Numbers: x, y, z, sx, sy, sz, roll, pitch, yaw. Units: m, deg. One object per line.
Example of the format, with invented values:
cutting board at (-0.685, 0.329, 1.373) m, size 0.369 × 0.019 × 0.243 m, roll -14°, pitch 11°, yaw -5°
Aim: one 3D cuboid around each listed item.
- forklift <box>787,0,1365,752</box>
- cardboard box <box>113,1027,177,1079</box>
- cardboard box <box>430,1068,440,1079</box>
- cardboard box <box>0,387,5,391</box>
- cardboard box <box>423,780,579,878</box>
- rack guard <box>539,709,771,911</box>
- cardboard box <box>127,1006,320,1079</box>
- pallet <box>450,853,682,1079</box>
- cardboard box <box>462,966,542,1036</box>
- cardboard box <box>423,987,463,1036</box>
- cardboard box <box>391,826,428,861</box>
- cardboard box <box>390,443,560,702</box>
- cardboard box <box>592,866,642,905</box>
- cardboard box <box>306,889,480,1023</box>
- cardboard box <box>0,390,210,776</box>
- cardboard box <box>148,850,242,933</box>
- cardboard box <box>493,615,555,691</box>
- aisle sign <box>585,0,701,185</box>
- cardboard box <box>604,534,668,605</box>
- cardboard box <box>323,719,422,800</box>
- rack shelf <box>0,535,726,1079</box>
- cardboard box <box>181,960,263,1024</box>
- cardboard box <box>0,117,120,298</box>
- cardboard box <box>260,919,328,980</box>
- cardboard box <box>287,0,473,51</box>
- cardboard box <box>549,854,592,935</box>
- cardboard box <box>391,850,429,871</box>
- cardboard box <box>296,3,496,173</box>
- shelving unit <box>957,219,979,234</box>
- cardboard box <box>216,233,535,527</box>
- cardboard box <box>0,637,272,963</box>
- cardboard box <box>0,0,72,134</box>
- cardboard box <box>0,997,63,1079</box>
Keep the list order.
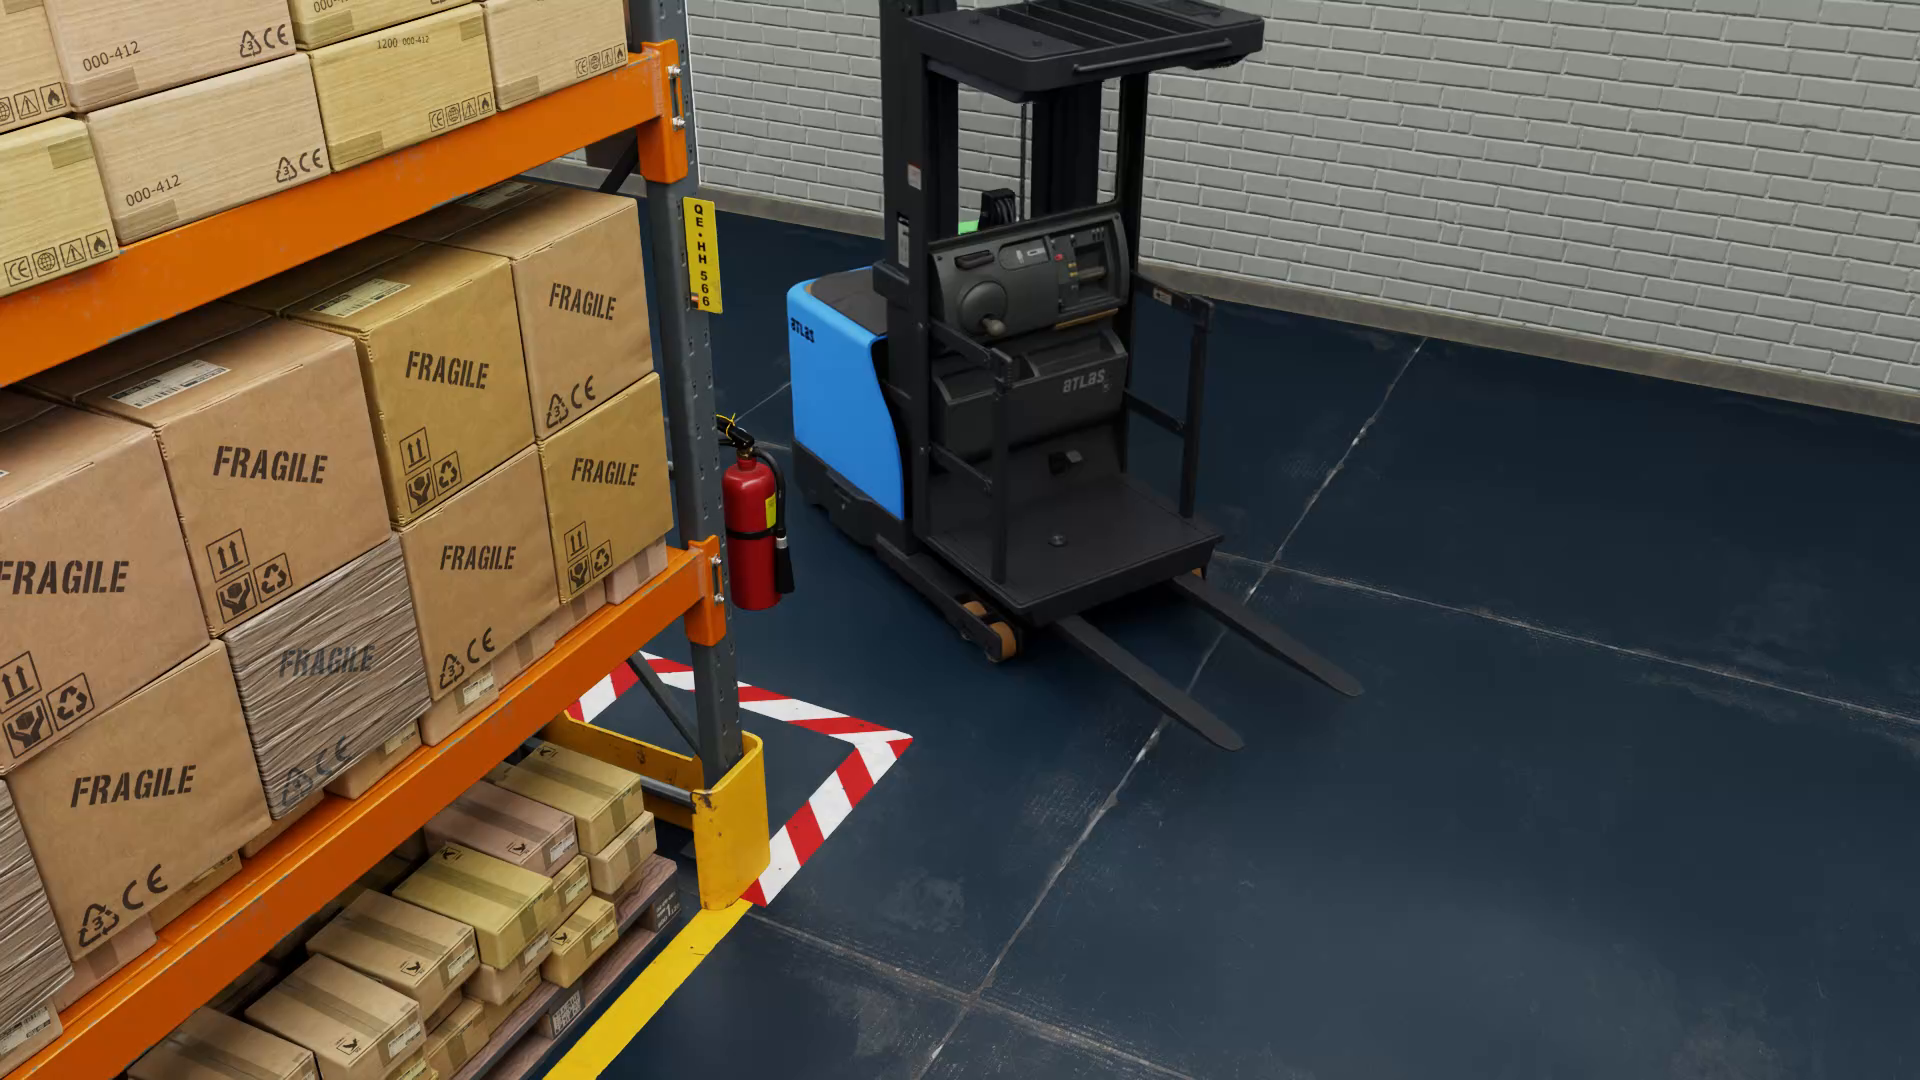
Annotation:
forklift at (0.420, -1.037, 6.613) m, size 1.130 × 2.935 × 3.031 m, roll -18°, pitch 35°, yaw -29°
cardboard box at (-2.213, 1.407, 4.429) m, size 0.380 × 0.149 × 0.250 m, roll 16°, pitch 34°, yaw 26°
cardboard box at (-1.641, 1.522, 4.528) m, size 0.380 × 0.149 × 0.250 m, roll 13°, pitch 32°, yaw 21°
cardboard box at (-2.123, -0.303, 3.863) m, size 0.500 × 0.500 × 0.500 m, roll 14°, pitch 33°, yaw 22°
cardboard box at (-1.383, 0.900, 5.015) m, size 0.380 × 0.149 × 0.250 m, roll 15°, pitch 33°, yaw 24°
rack guard at (-1.236, 0.831, 5.801) m, size 1.175 × 0.500 × 0.348 m, roll 14°, pitch 33°, yaw 23°
cardboard box at (-1.853, 1.367, 4.201) m, size 0.380 × 0.149 × 0.250 m, roll 13°, pitch 32°, yaw 22°
pallet at (-1.638, 1.308, 5.260) m, size 1.003 × 0.211 × 1.213 m, roll 14°, pitch 33°, yaw 23°
cardboard box at (-1.480, 1.283, 4.946) m, size 0.380 × 0.149 × 0.250 m, roll 14°, pitch 33°, yaw 23°
cardboard box at (-1.637, 1.264, 4.680) m, size 0.380 × 0.149 × 0.250 m, roll 14°, pitch 33°, yaw 23°
cardboard box at (-1.761, 0.814, 5.164) m, size 0.380 × 0.149 × 0.250 m, roll 15°, pitch 33°, yaw 24°
cardboard box at (-1.416, 0.026, 4.294) m, size 0.500 × 0.500 × 0.500 m, roll 14°, pitch 33°, yaw 22°
cardboard box at (-1.256, 1.048, 5.354) m, size 0.380 × 0.149 × 0.250 m, roll 15°, pitch 33°, yaw 24°
cardboard box at (-1.562, 1.144, 4.590) m, size 0.380 × 0.149 × 0.250 m, roll 13°, pitch 32°, yaw 21°
cardboard box at (-1.886, 0.059, 3.232) m, size 0.500 × 0.500 × 0.500 m, roll 13°, pitch 32°, yaw 22°
cardboard box at (-1.870, 0.703, 3.766) m, size 0.380 × 0.149 × 0.250 m, roll 15°, pitch 33°, yaw 24°
cardboard box at (-1.346, 0.247, 4.560) m, size 0.380 × 0.149 × 0.250 m, roll 14°, pitch 33°, yaw 23°
aisle sign at (-0.901, -1.379, 4.528) m, size 0.394 × 0.787 × 0.004 m, roll 14°, pitch 33°, yaw 23°
cardboard box at (-1.098, 0.031, 4.937) m, size 0.380 × 0.149 × 0.250 m, roll 14°, pitch 33°, yaw 23°
cardboard box at (-1.588, 0.476, 4.162) m, size 0.380 × 0.149 × 0.250 m, roll 13°, pitch 32°, yaw 21°
rack shelf at (-2.113, 0.912, 3.873) m, size 1.077 × 0.370 × 4.000 m, roll 14°, pitch 33°, yaw 23°
cardboard box at (-2.164, 1.146, 4.586) m, size 0.380 × 0.149 × 0.250 m, roll 16°, pitch 33°, yaw 25°
cardboard box at (-1.862, -0.576, 2.880) m, size 0.500 × 0.250 × 0.500 m, roll 16°, pitch 33°, yaw 25°
cardboard box at (-2.090, 1.139, 4.897) m, size 0.380 × 0.149 × 0.250 m, roll 15°, pitch 33°, yaw 25°
cardboard box at (-1.417, -1.251, 3.552) m, size 0.500 × 0.250 × 0.500 m, roll 13°, pitch 32°, yaw 22°
cardboard box at (-1.355, 1.041, 5.068) m, size 0.380 × 0.149 × 0.250 m, roll 14°, pitch 33°, yaw 22°
cardboard box at (-1.844, 0.921, 5.277) m, size 0.380 × 0.149 × 0.250 m, roll 14°, pitch 33°, yaw 23°
cardboard box at (-1.399, -1.033, 3.675) m, size 0.500 × 0.250 × 0.500 m, roll 14°, pitch 33°, yaw 23°
shelving unit at (-0.036, -1.116, 8.485) m, size 0.503 × 1.200 × 0.258 m, roll -10°, pitch 31°, yaw -17°
cardboard box at (-1.419, -0.409, 4.047) m, size 0.500 × 0.500 × 0.500 m, roll 13°, pitch 32°, yaw 22°
cardboard box at (-1.875, 0.471, 3.518) m, size 0.500 × 0.500 × 0.500 m, roll 16°, pitch 34°, yaw 26°
cardboard box at (-1.893, -0.803, 2.773) m, size 0.500 × 0.250 × 0.500 m, roll 13°, pitch 32°, yaw 21°
cardboard box at (-2.047, 0.949, 3.337) m, size 0.380 × 0.149 × 0.250 m, roll 16°, pitch 33°, yaw 25°
